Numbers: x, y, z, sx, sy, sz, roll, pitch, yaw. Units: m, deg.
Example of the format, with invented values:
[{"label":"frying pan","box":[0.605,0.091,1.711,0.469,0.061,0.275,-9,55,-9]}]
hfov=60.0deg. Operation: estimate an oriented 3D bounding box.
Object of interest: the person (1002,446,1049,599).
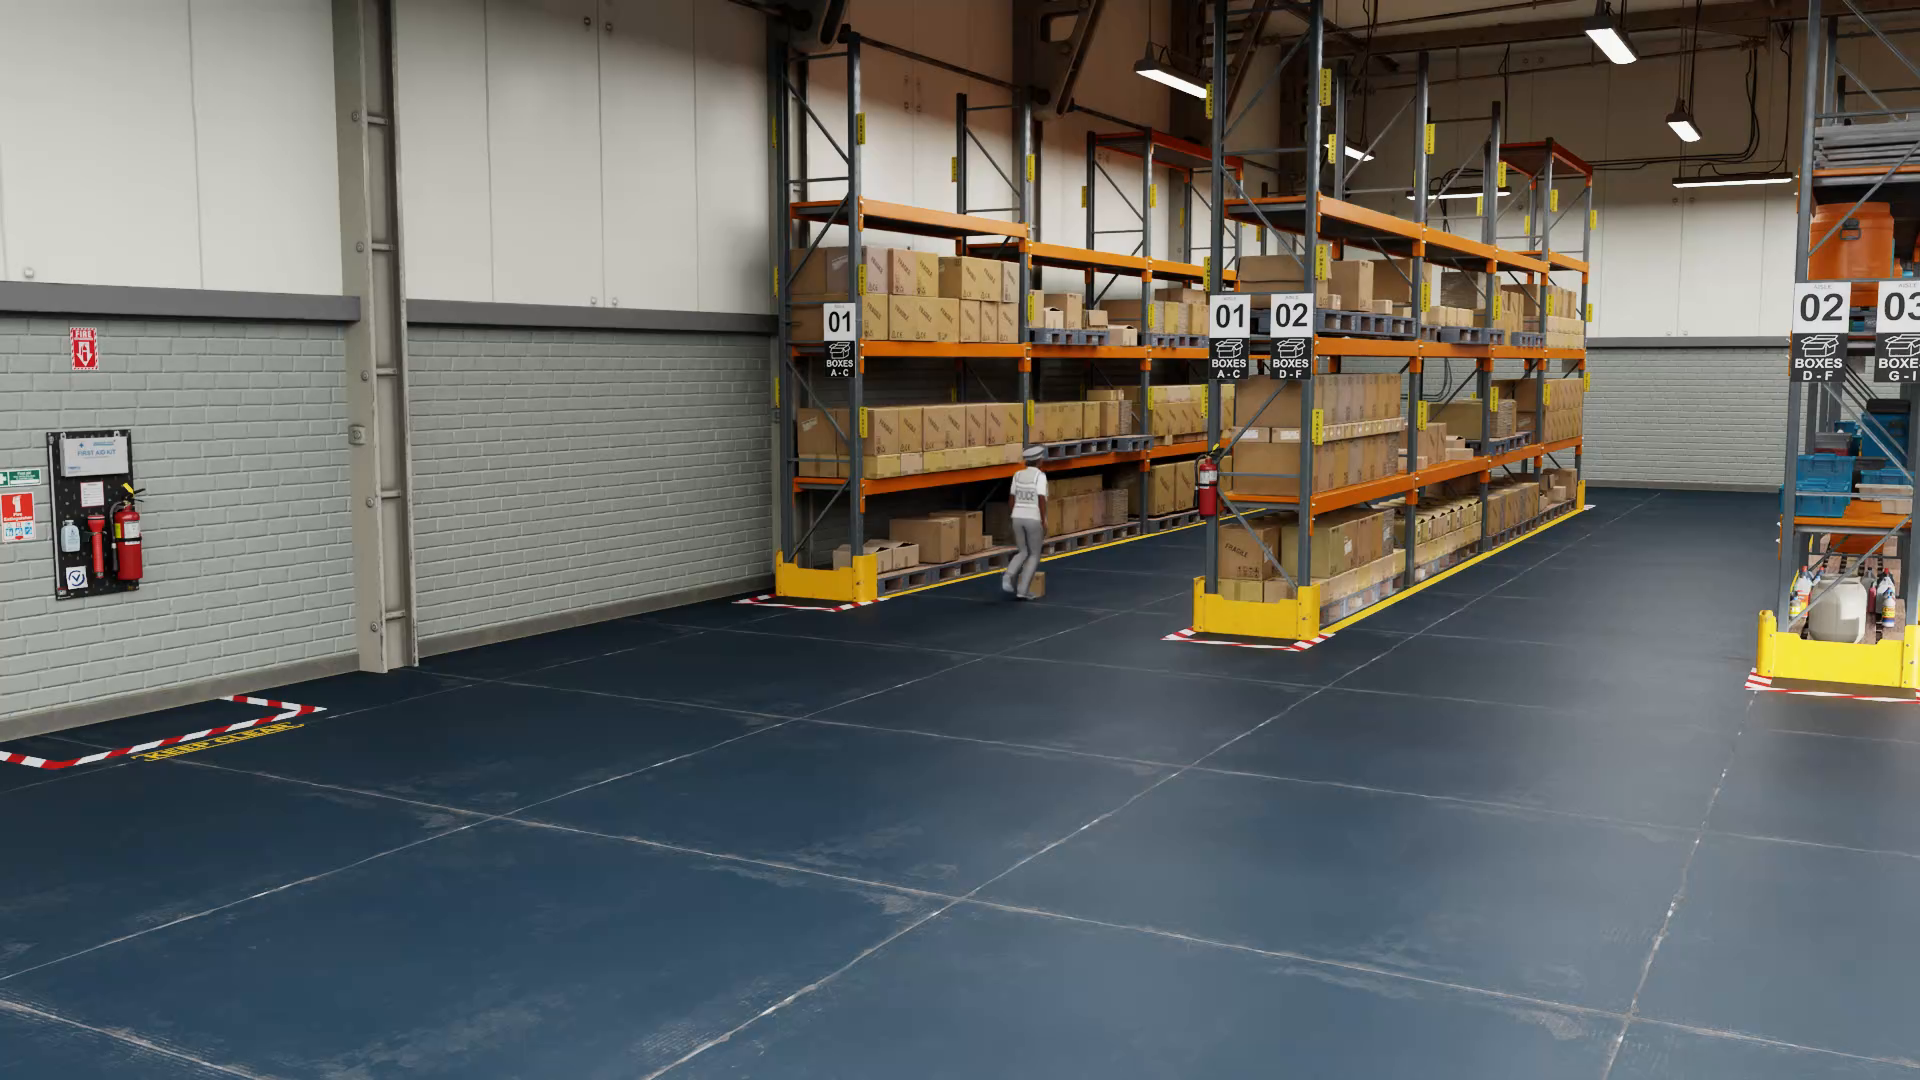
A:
[{"label":"person","box":[0.721,-0.181,18.051,0.522,1.667,0.542,4,7,34]}]
